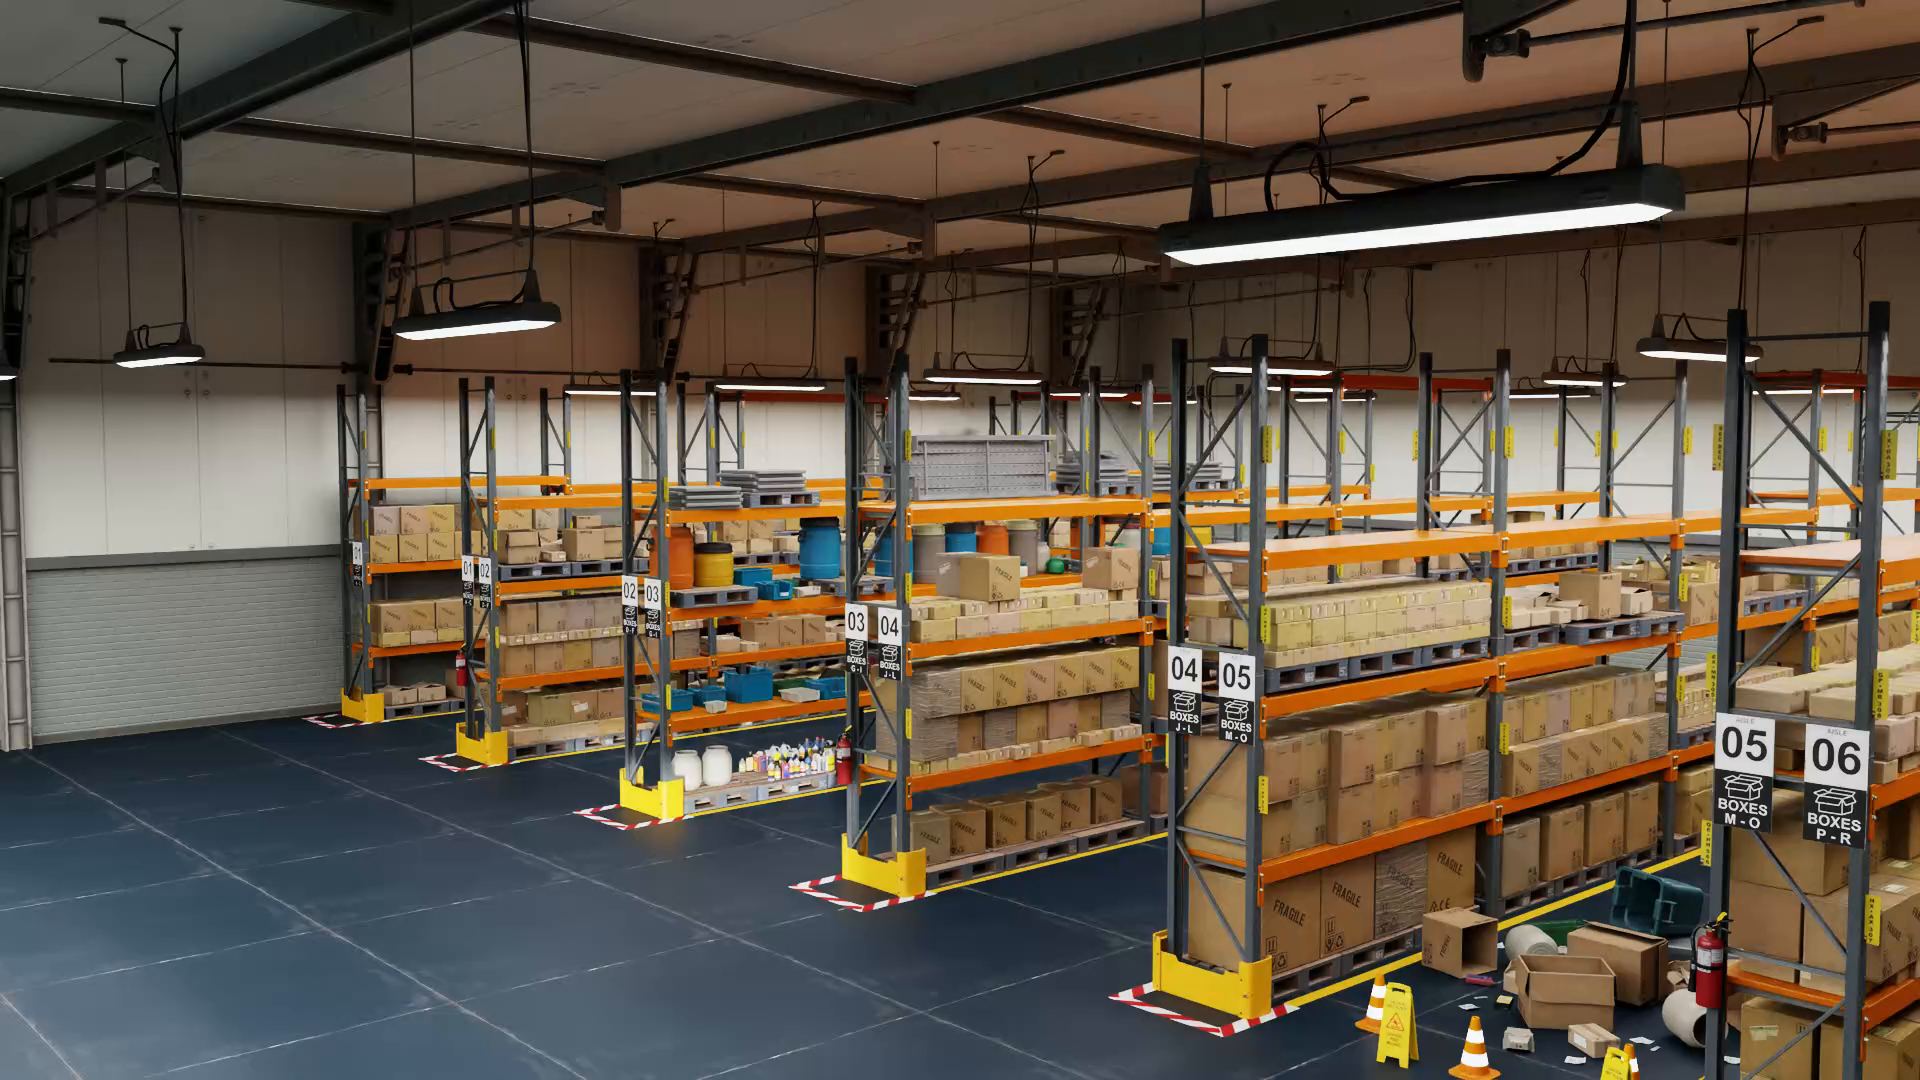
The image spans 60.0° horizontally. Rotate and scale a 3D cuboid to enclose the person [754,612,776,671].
[{"bbox_3d":[-3.650,2.201,31.782,0.886,1.757,0.698,-4,5,-44],"label":"person"}]
